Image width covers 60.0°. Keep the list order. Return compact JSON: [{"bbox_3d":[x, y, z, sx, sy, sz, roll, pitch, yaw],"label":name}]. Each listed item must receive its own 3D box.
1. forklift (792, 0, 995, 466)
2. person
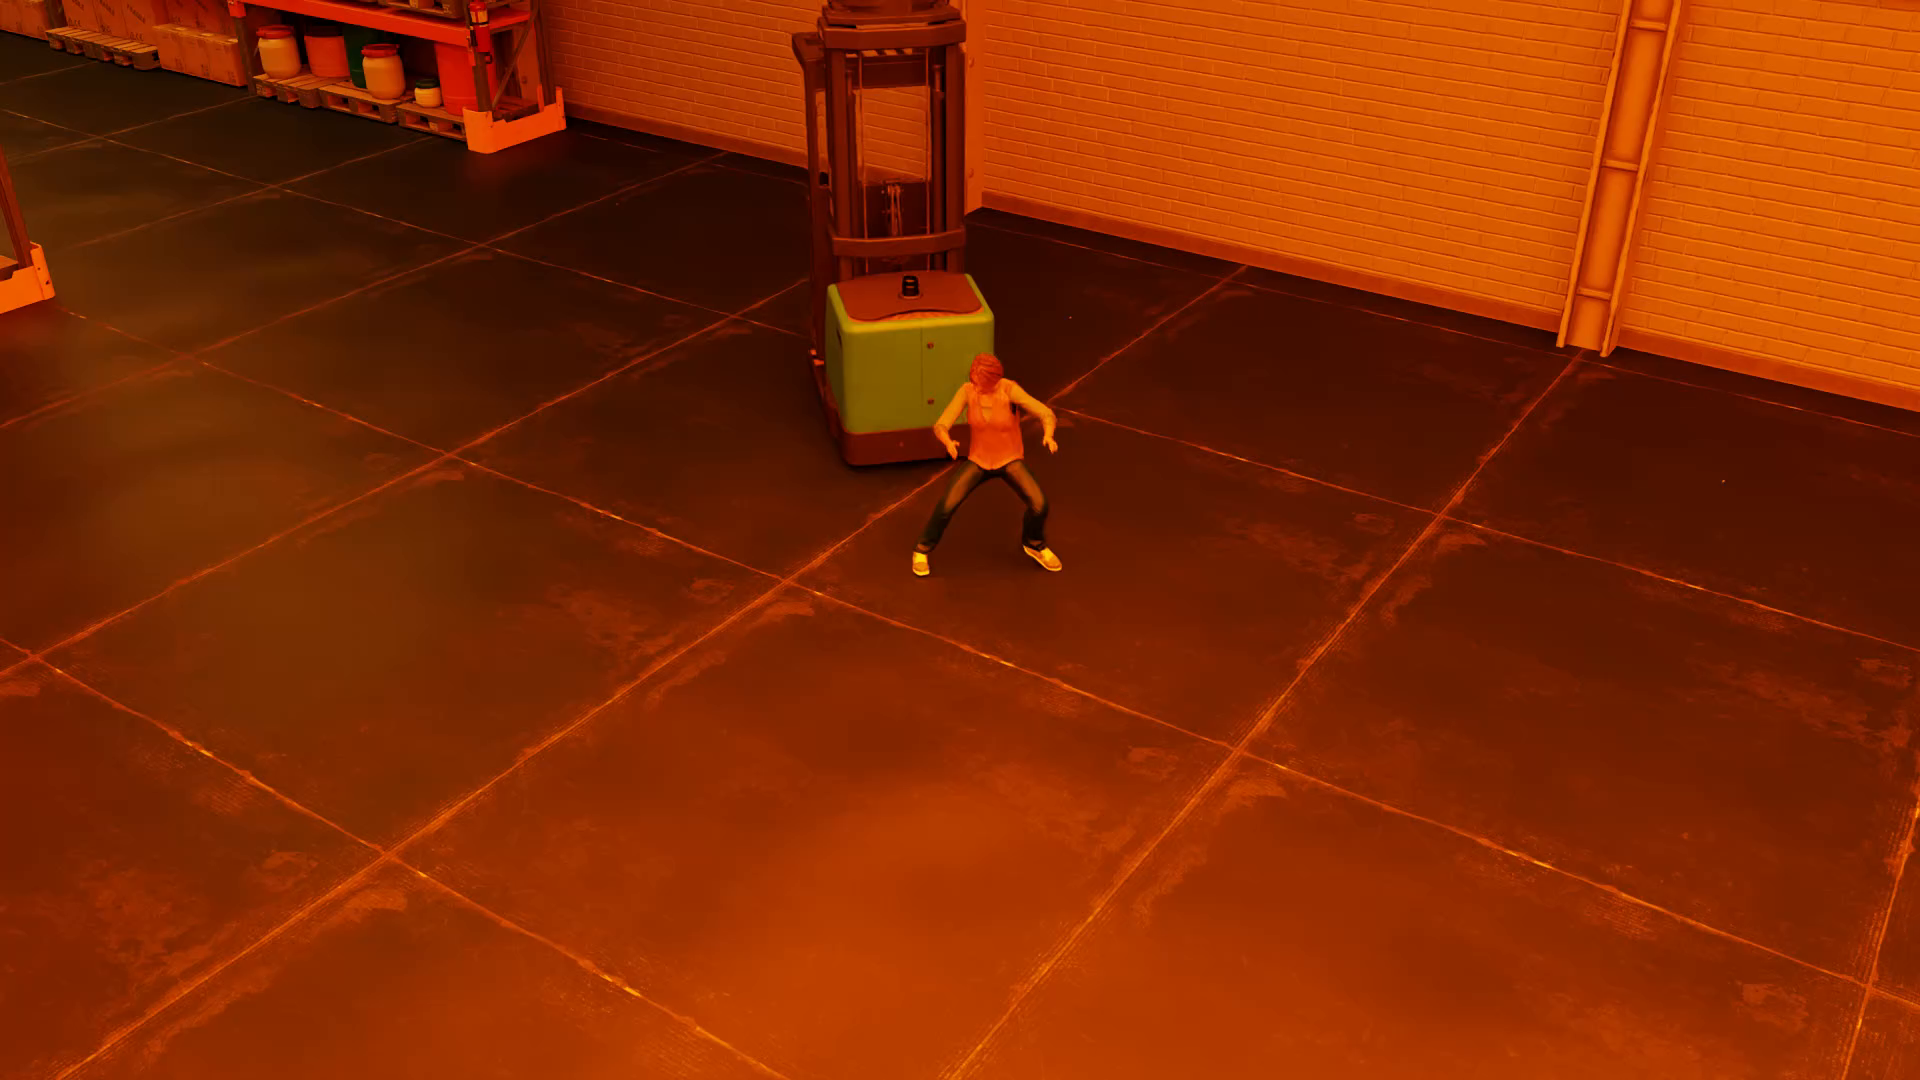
[{"bbox_3d":[-0.559,-2.495,11.878,1.130,2.935,3.031,-6,31,-10],"label":"forklift"},{"bbox_3d":[0.162,-0.421,9.861,0.914,1.366,0.662,7,31,12],"label":"person"}]
